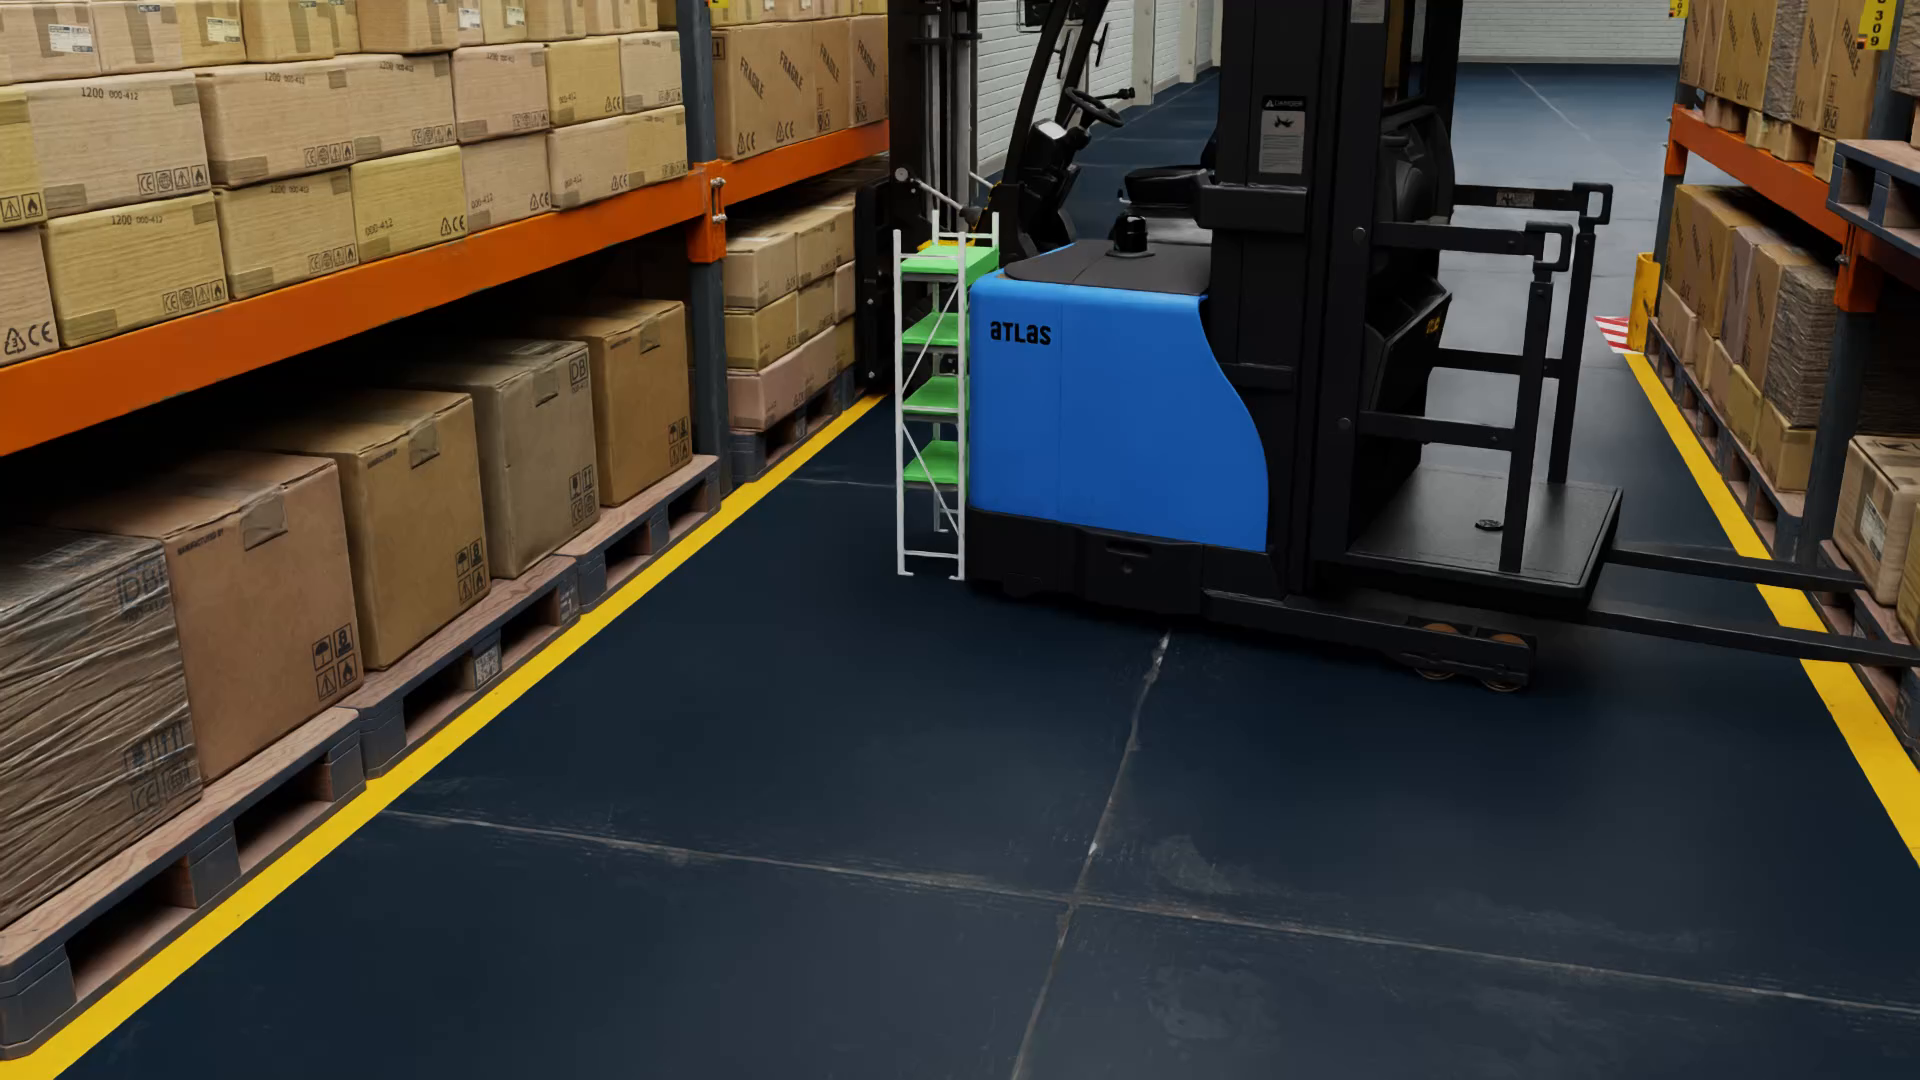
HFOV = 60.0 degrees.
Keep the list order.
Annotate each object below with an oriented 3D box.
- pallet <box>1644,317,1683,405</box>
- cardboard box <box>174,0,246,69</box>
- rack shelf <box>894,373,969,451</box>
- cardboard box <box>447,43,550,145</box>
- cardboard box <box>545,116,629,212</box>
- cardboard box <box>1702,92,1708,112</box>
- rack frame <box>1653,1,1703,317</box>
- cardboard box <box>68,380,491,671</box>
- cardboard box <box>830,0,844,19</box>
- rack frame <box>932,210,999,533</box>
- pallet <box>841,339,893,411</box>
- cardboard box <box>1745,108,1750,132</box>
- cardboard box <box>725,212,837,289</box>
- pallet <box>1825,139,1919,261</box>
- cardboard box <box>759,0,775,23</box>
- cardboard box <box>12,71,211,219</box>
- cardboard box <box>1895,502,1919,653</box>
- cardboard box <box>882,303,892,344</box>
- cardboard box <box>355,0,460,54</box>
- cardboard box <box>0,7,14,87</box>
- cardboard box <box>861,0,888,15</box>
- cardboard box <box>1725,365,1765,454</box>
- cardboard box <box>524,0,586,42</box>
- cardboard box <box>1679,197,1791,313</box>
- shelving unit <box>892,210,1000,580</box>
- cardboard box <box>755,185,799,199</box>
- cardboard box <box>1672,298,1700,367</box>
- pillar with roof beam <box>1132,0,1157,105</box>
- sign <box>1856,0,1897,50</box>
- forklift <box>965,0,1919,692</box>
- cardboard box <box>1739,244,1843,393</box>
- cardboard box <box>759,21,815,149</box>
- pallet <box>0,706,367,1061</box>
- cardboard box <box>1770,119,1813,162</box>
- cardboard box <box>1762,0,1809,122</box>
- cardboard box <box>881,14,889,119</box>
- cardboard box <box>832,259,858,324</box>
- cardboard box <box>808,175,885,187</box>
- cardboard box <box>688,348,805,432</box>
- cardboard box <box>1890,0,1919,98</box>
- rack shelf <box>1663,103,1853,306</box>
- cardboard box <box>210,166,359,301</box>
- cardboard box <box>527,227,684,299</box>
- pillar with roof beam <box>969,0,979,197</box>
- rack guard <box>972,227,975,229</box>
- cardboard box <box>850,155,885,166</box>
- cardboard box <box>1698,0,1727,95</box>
[{"bbox_3d":[4.118,-0.901,8.499,1.003,0.211,1.213,5,19,13],"label":"pallet"},{"bbox_3d":[-1.850,-1.141,3.729,0.380,0.149,0.250,5,19,14],"label":"cardboard box"},{"bbox_3d":[-0.040,-0.455,5.862,0.258,0.148,0.480,5,19,13],"label":"rack shelf"},{"bbox_3d":[-1.543,-1.303,4.821,0.500,0.250,0.500,5,19,14],"label":"cardboard box"},{"bbox_3d":[-1.409,-1.226,5.367,0.500,0.250,0.500,5,19,13],"label":"cardboard box"},{"bbox_3d":[4.086,-2.287,8.632,0.380,0.149,0.250,5,19,14],"label":"cardboard box"},{"bbox_3d":[4.370,-2.496,8.855,1.000,3.000,0.127,5,19,13],"label":"rack frame"},{"bbox_3d":[-1.917,-0.065,4.763,0.875,0.625,0.625,4,19,11],"label":"cardboard box"},{"bbox_3d":[-0.748,-2.466,7.607,0.380,0.149,0.250,4,19,12],"label":"cardboard box"},{"bbox_3d":[0.019,-0.592,6.066,0.240,1.200,0.015,5,19,13],"label":"rack frame"},{"bbox_3d":[-0.891,-0.943,8.622,1.003,0.211,1.213,5,19,13],"label":"pallet"},{"bbox_3d":[3.751,-1.883,7.448,0.380,0.149,0.250,5,20,15],"label":"cardboard box"},{"bbox_3d":[-0.865,-1.290,7.382,0.500,0.250,0.500,5,19,13],"label":"cardboard box"},{"bbox_3d":[3.064,-0.924,4.548,1.003,0.211,1.213,5,19,13],"label":"pallet"},{"bbox_3d":[-0.991,-2.232,6.923,0.380,0.149,0.250,5,19,13],"label":"cardboard box"},{"bbox_3d":[-1.930,-0.822,3.411,0.500,0.250,0.500,5,20,15],"label":"cardboard box"},{"bbox_3d":[3.094,0.193,4.399,0.950,0.372,0.625,6,20,17],"label":"cardboard box"},{"bbox_3d":[-0.620,-1.137,8.479,0.500,0.250,0.500,5,20,15],"label":"cardboard box"},{"bbox_3d":[-1.563,-1.371,4.402,0.380,0.149,0.250,4,19,12],"label":"cardboard box"},{"bbox_3d":[-1.972,-0.894,3.007,0.380,0.149,0.250,5,20,15],"label":"cardboard box"},{"bbox_3d":[-0.547,-2.706,8.312,0.380,0.149,0.250,5,19,14],"label":"cardboard box"},{"bbox_3d":[3.396,-0.514,6.657,0.500,0.250,0.500,4,19,12],"label":"cardboard box"},{"bbox_3d":[-1.382,-1.615,5.117,0.380,0.149,0.250,4,19,12],"label":"cardboard box"},{"bbox_3d":[3.776,-1.346,7.931,0.500,0.500,0.500,4,19,11],"label":"cardboard box"},{"bbox_3d":[-0.040,-0.516,5.842,0.258,1.200,0.503,5,19,13],"label":"shelving unit"},{"bbox_3d":[-1.129,-1.649,8.433,0.500,0.250,0.500,4,19,12],"label":"cardboard box"},{"bbox_3d":[3.772,-1.003,8.089,0.500,0.250,0.500,5,20,15],"label":"cardboard box"},{"bbox_3d":[7.084,-10.881,24.121,9.100,9.000,0.400,5,19,13],"label":"pillar with roof beam"},{"bbox_3d":[2.864,-1.693,5.163,0.100,0.325,0.005,5,19,13],"label":"sign"},{"bbox_3d":[1.570,-1.137,4.982,3.031,2.935,1.130,9,21,25],"label":"forklift"},{"bbox_3d":[3.399,-0.861,6.512,0.500,0.500,0.500,5,19,14],"label":"cardboard box"},{"bbox_3d":[-0.949,-1.964,7.141,0.500,0.500,0.500,5,19,14],"label":"cardboard box"},{"bbox_3d":[-2.160,0.685,3.855,1.003,0.211,1.213,5,19,13],"label":"pallet"},{"bbox_3d":[3.420,-1.567,6.524,0.380,0.149,0.250,4,19,13],"label":"cardboard box"},{"bbox_3d":[3.501,-1.914,6.537,0.500,0.500,0.500,5,20,15],"label":"cardboard box"},{"bbox_3d":[-0.571,-2.437,8.527,0.500,0.500,0.500,4,19,12],"label":"cardboard box"},{"bbox_3d":[-0.749,-1.209,7.918,0.500,0.250,0.500,4,19,13],"label":"cardboard box"},{"bbox_3d":[-0.487,-1.769,8.784,0.500,0.250,0.500,5,19,14],"label":"cardboard box"},{"bbox_3d":[-0.983,-0.656,7.073,0.500,0.250,0.500,5,19,14],"label":"cardboard box"},{"bbox_3d":[3.000,-1.505,4.688,0.500,0.500,0.500,5,20,15],"label":"cardboard box"},{"bbox_3d":[3.881,-1.529,7.136,1.077,0.370,4.000,5,19,13],"label":"rack shelf"},{"bbox_3d":[-1.807,-0.748,3.968,0.500,0.250,0.500,4,19,12],"label":"cardboard box"},{"bbox_3d":[-1.489,-1.173,7.040,0.500,0.250,0.500,5,20,14],"label":"cardboard box"},{"bbox_3d":[4.152,-7.120,13.109,9.100,9.000,0.400,5,19,13],"label":"pillar with roof beam"},{"bbox_3d":[-0.439,-1.712,10.425,1.175,0.500,0.348,5,19,13],"label":"rack guard"},{"bbox_3d":[-0.746,-2.122,9.817,0.500,0.250,0.500,4,19,13],"label":"cardboard box"},{"bbox_3d":[3.861,-2.395,7.944,0.500,0.500,0.500,5,20,15],"label":"cardboard box"}]
